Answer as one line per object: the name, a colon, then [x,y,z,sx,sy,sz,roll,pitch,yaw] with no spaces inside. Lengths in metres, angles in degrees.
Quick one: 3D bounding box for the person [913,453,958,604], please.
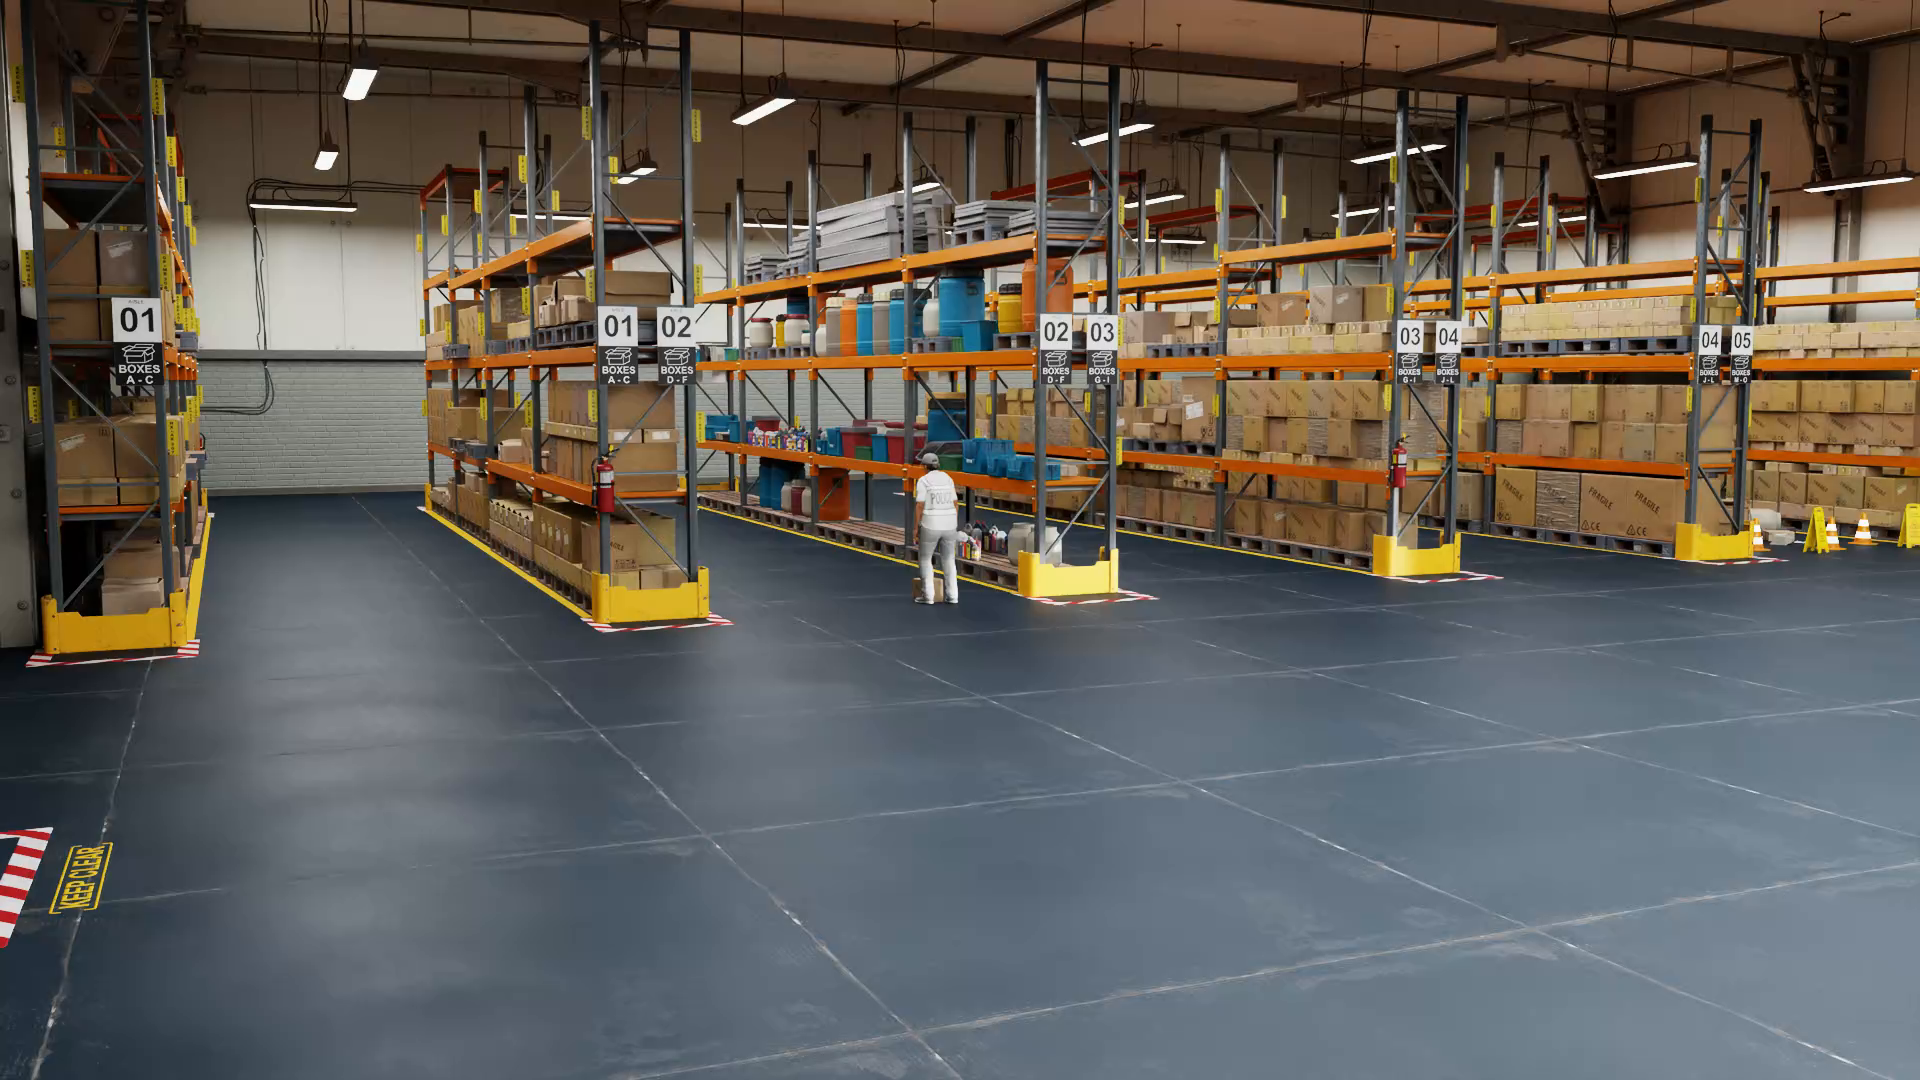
person: [-0.264,-0.126,18.288,0.561,1.665,0.470,-3,6,-27]
